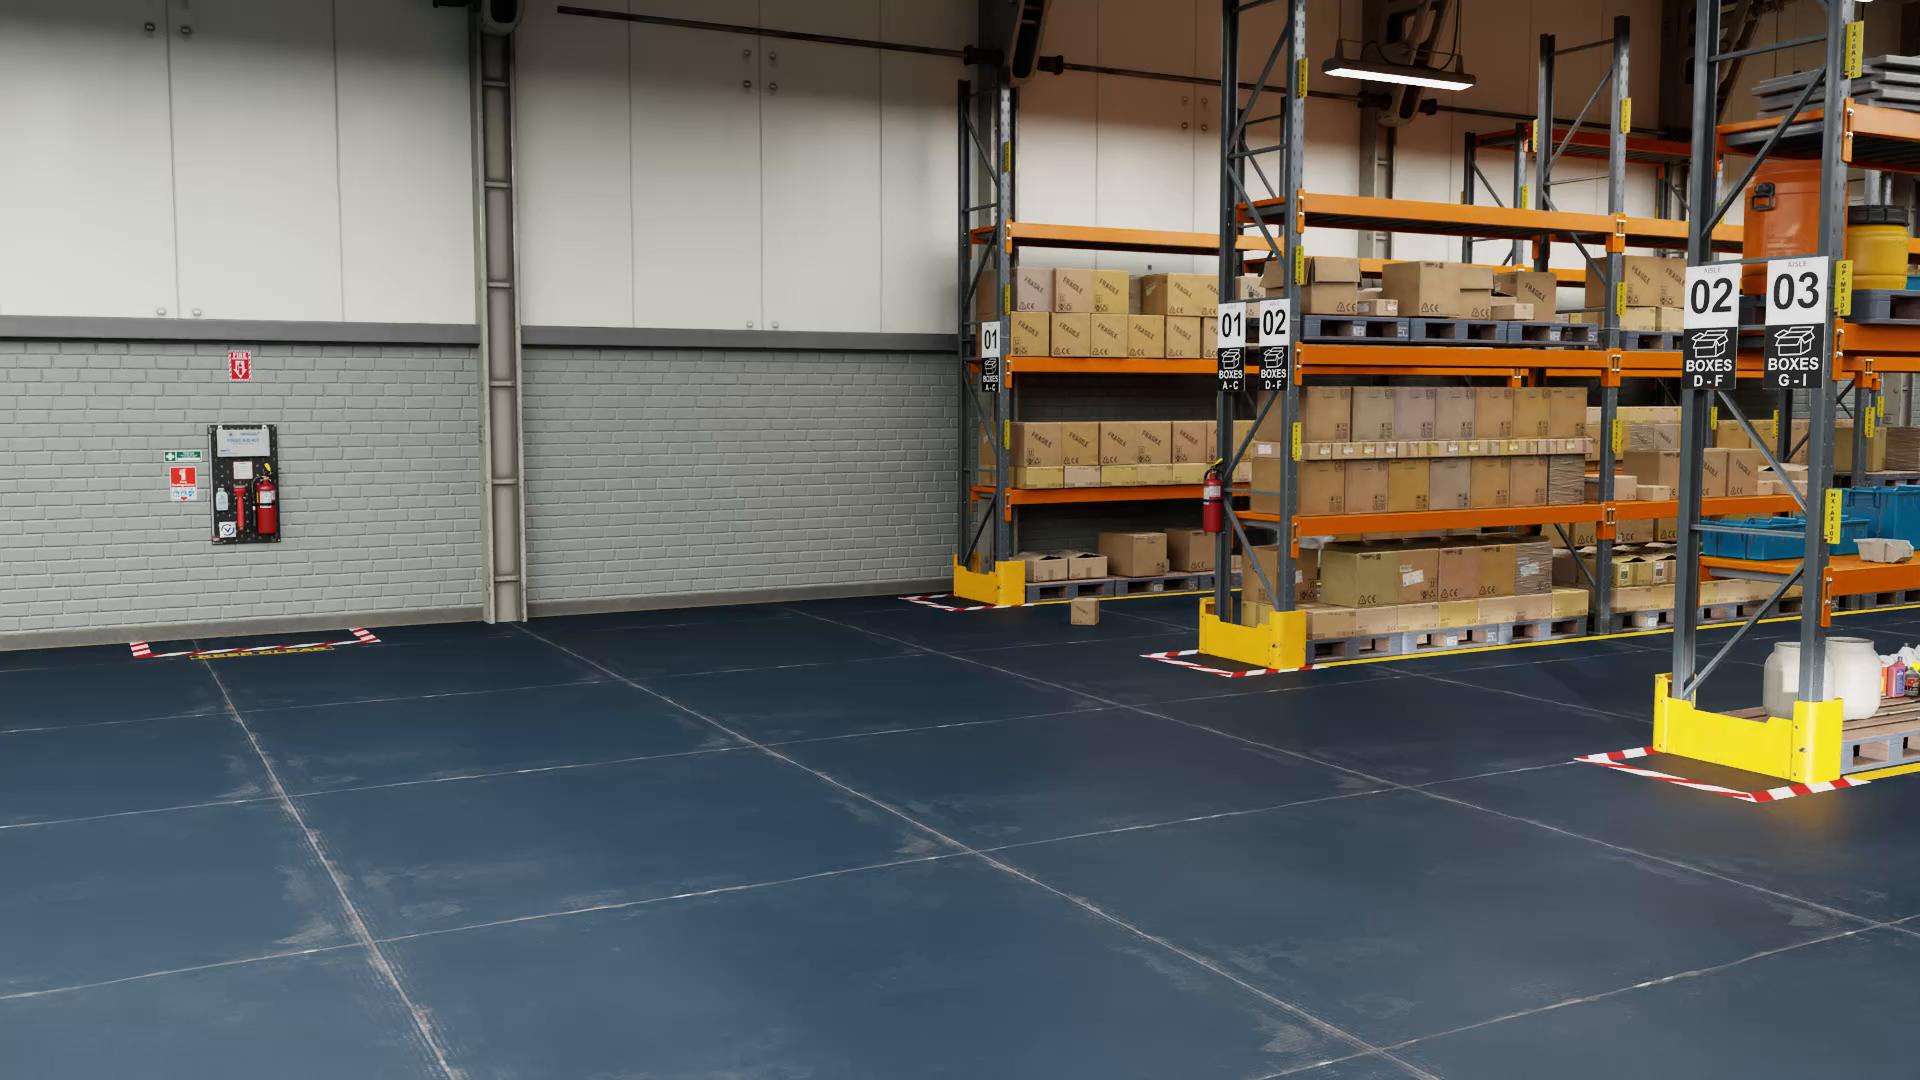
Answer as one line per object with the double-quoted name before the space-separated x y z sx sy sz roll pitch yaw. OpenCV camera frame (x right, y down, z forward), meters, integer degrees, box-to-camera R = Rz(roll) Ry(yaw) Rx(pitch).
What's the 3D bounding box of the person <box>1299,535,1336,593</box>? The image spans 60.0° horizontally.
"person" 4.147 -0.247 19.604 0.474 1.781 0.525 -3 6 -30
